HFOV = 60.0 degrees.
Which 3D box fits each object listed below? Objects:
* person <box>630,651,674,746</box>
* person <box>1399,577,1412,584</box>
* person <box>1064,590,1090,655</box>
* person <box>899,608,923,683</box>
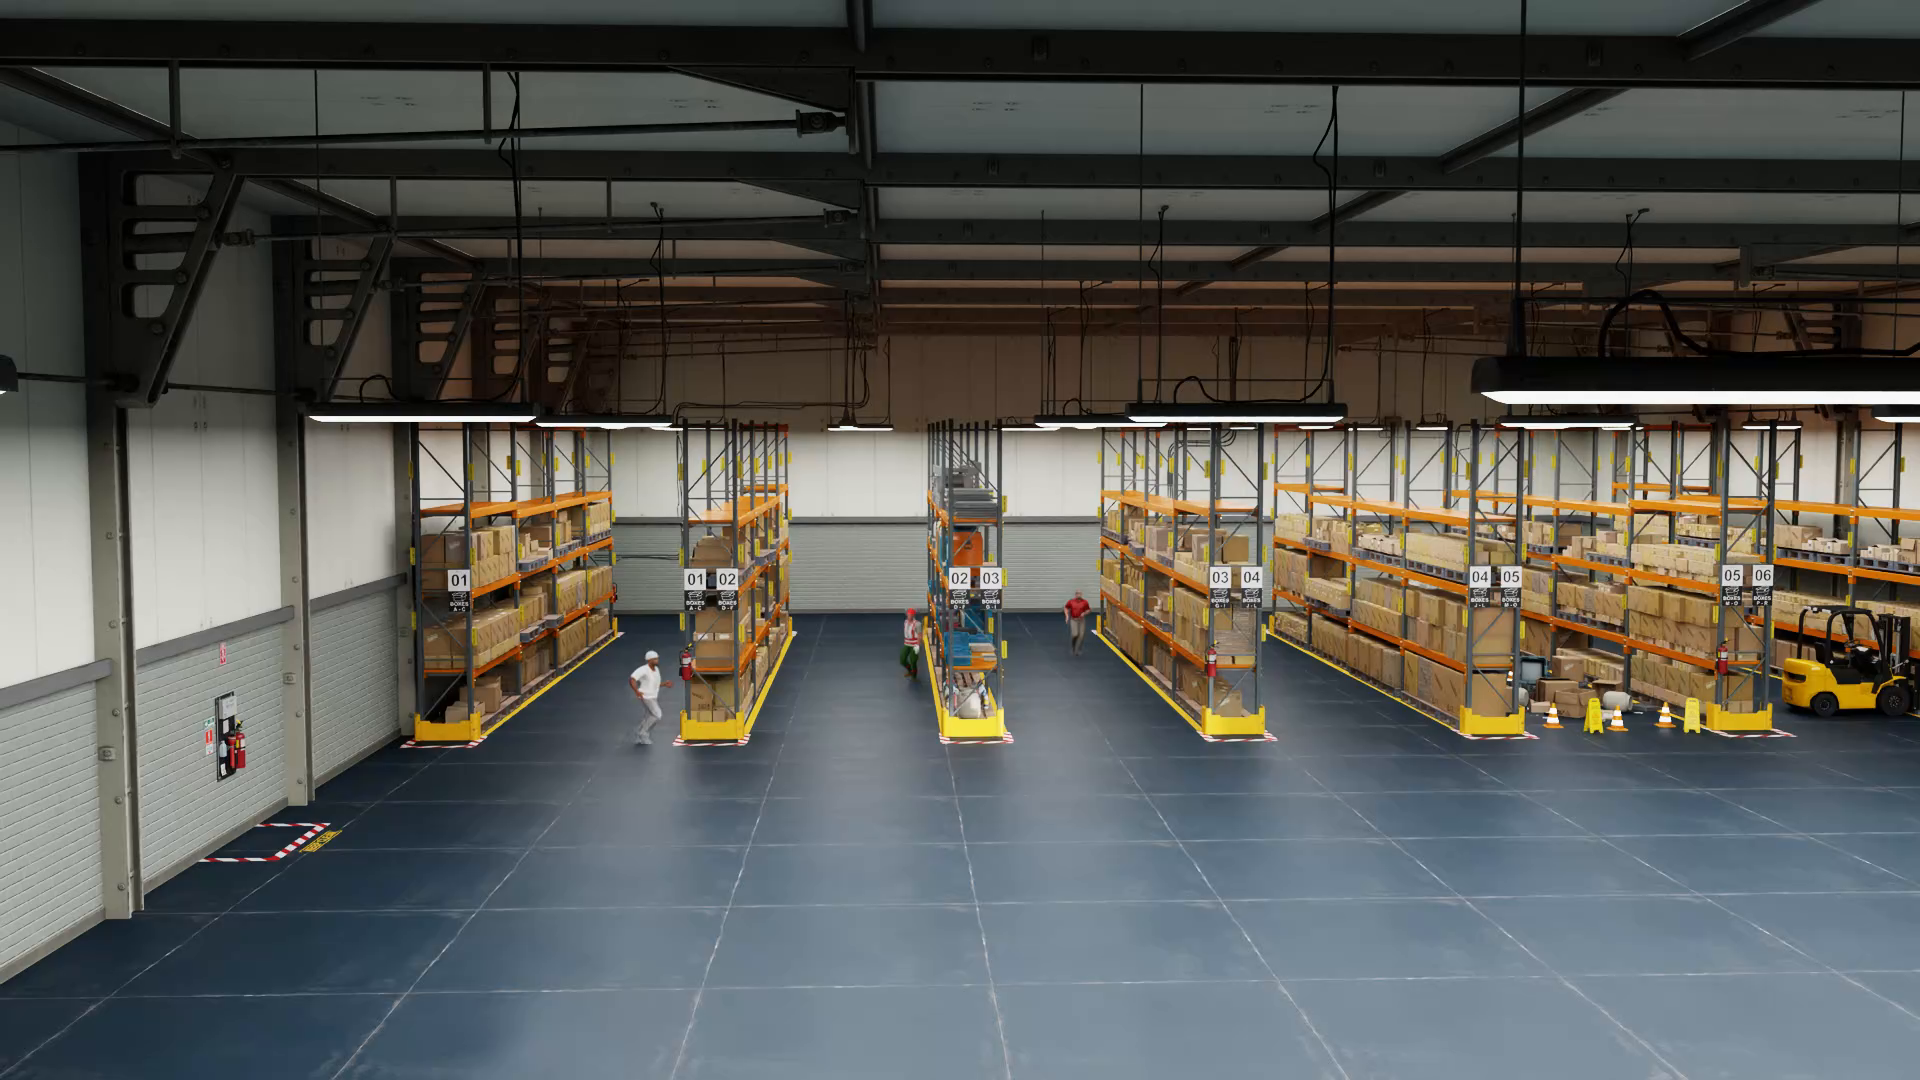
[{"bbox_3d":[-5.668,2.909,30.475,0.728,1.747,0.708,1,4,18],"label":"person"},{"bbox_3d":[13.616,1.623,50.711,0.854,1.673,0.616,-1,4,-19],"label":"person"},{"bbox_3d":[3.042,2.130,42.773,0.636,1.698,0.657,0,4,-6],"label":"person"},{"bbox_3d":[-1.104,2.412,38.156,0.695,1.739,0.610,3,4,35],"label":"person"}]
